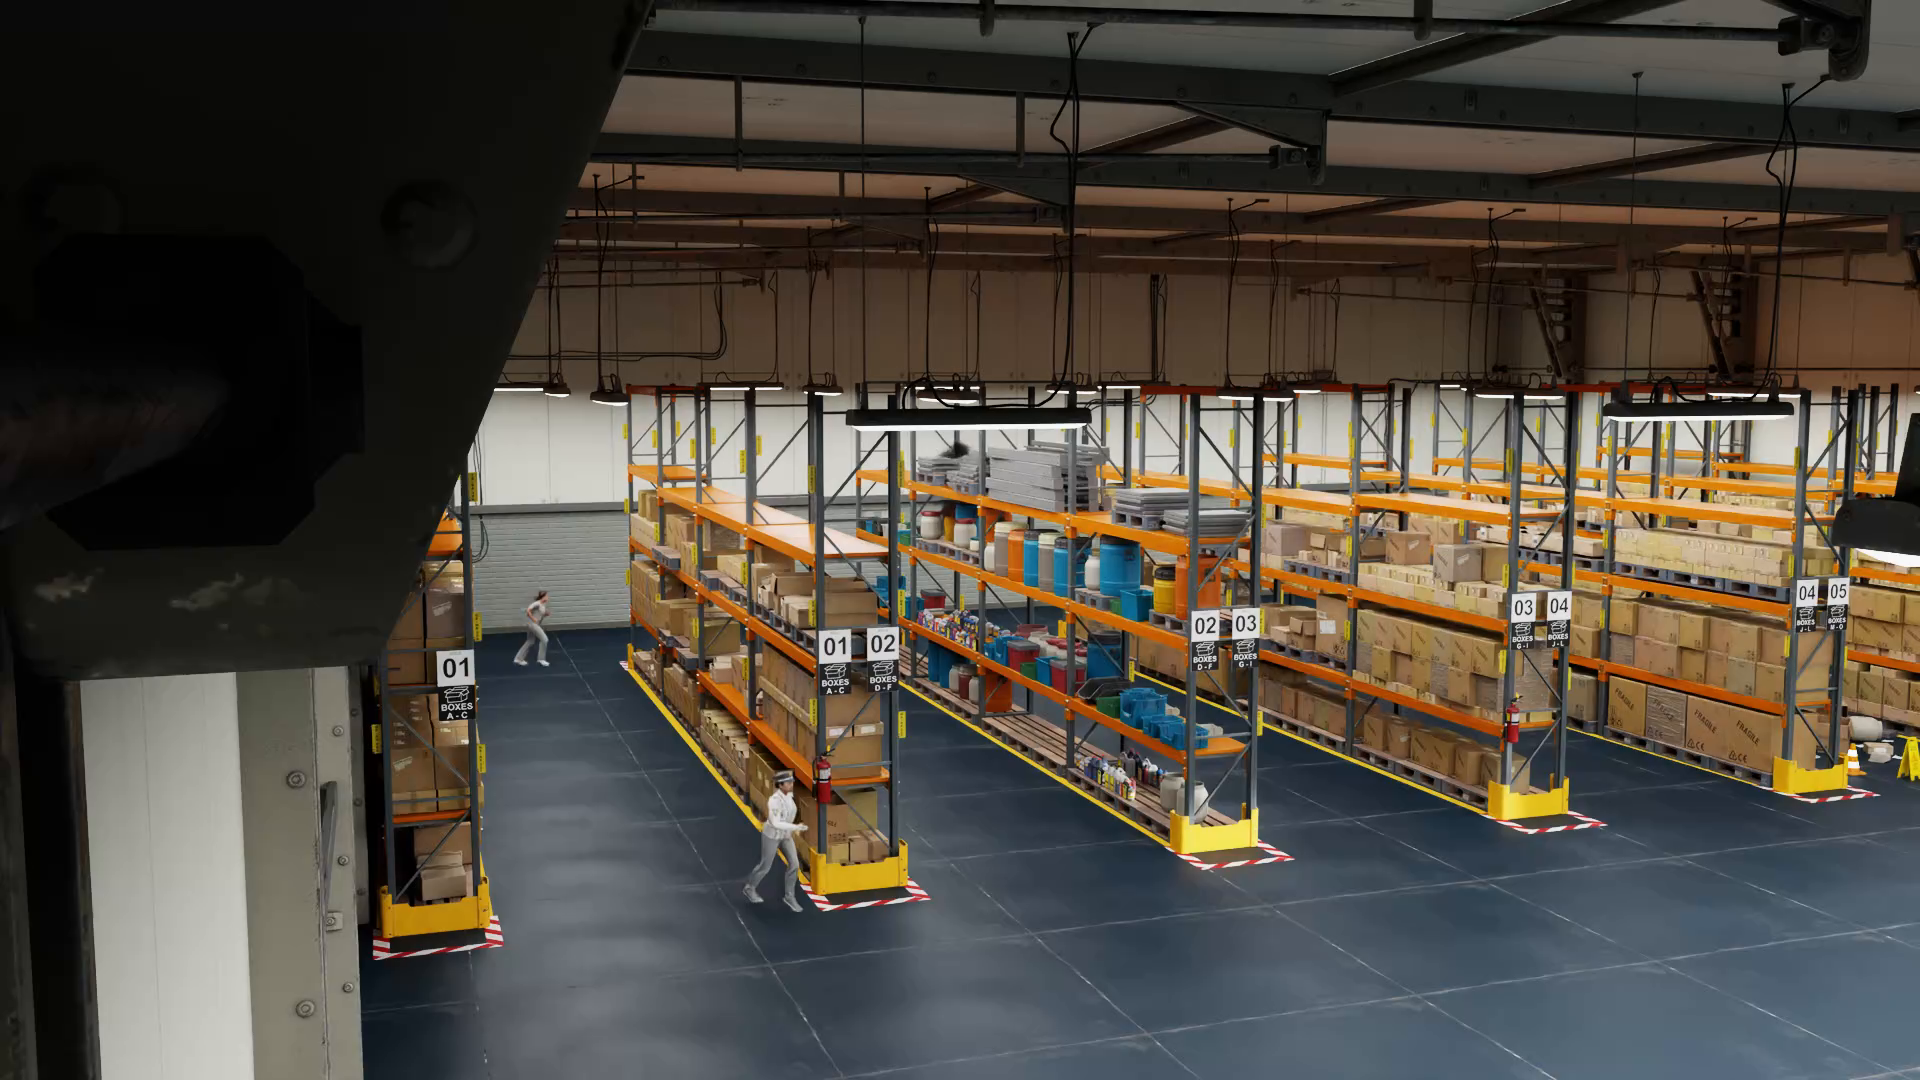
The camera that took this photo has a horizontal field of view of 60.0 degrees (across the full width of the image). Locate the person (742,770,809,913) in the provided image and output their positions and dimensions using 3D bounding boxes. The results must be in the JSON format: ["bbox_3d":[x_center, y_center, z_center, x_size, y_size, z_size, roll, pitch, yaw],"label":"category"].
[{"bbox_3d":[-2.116,3.508,19.397,0.989,1.714,0.554,3,7,29],"label":"person"}]

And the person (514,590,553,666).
[{"bbox_3d":[-9.111,1.867,35.579,0.807,1.596,0.576,-1,6,-6],"label":"person"}]
